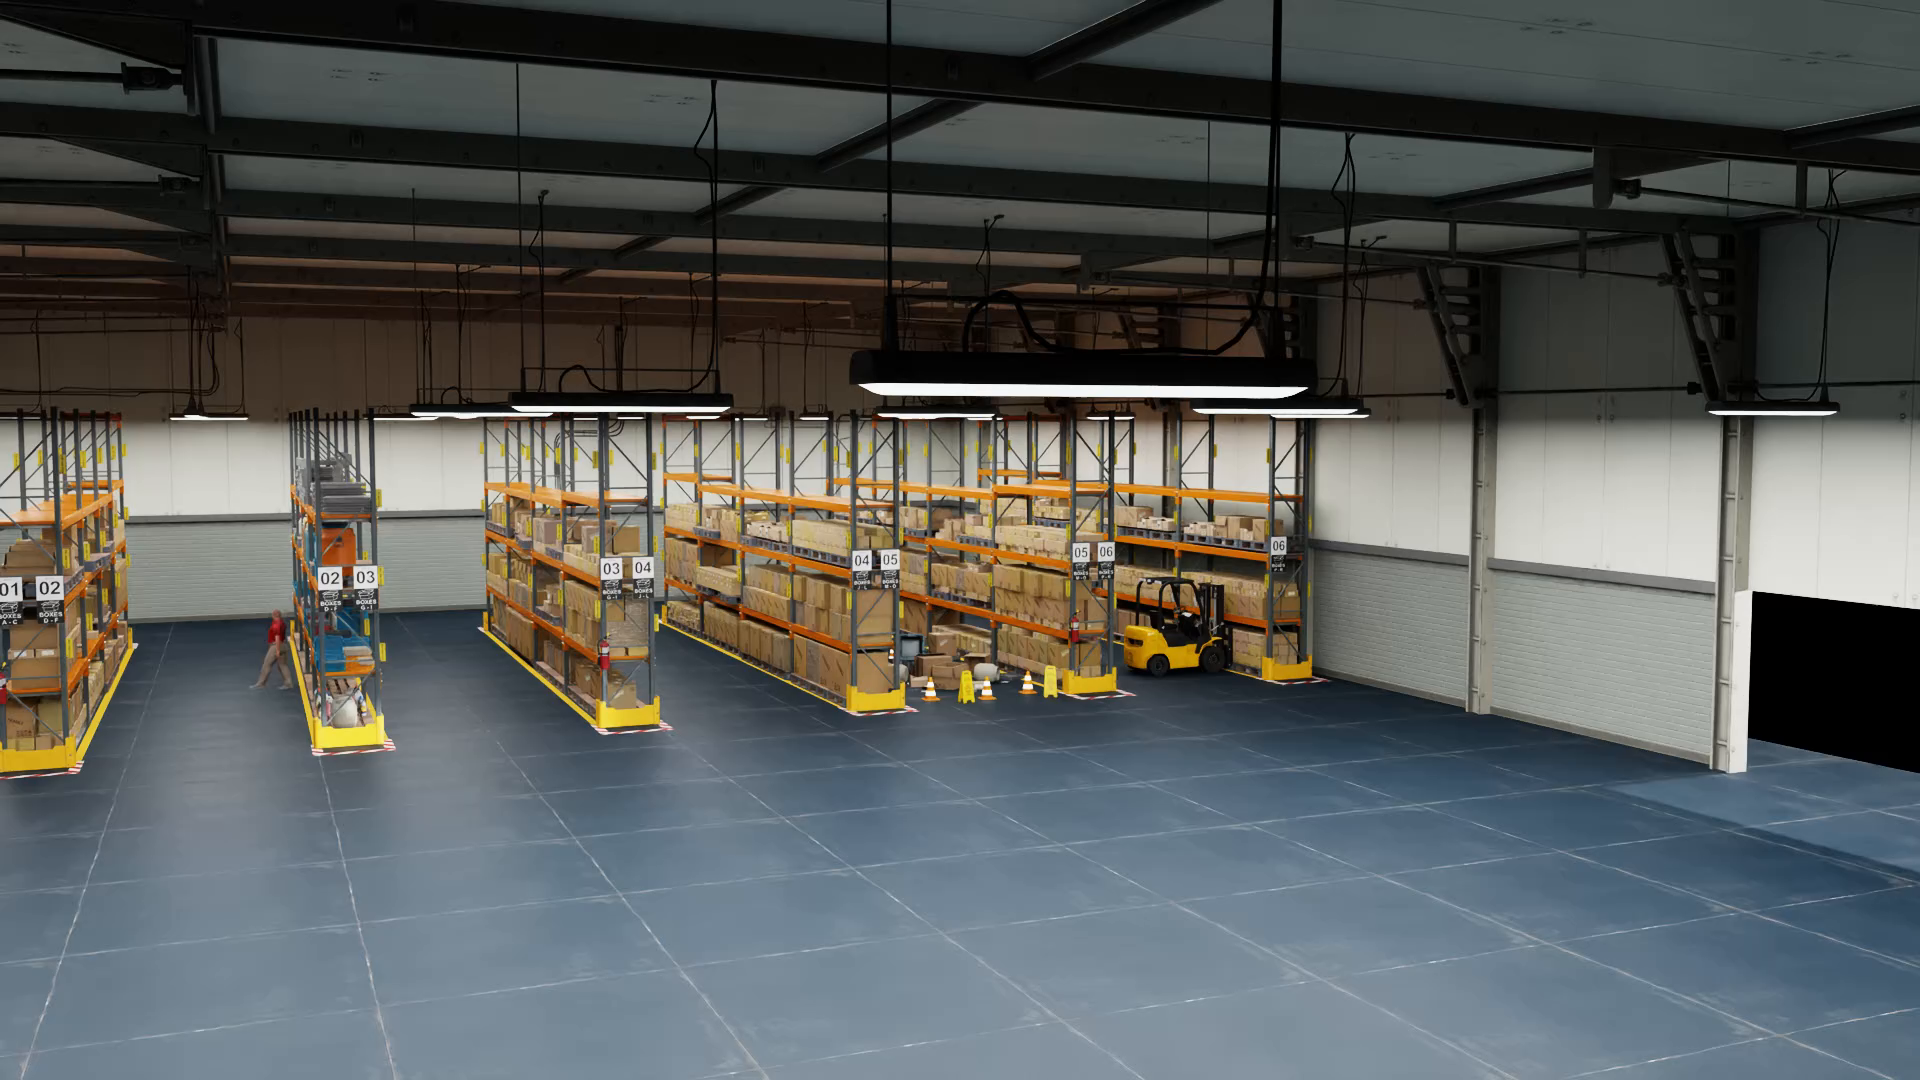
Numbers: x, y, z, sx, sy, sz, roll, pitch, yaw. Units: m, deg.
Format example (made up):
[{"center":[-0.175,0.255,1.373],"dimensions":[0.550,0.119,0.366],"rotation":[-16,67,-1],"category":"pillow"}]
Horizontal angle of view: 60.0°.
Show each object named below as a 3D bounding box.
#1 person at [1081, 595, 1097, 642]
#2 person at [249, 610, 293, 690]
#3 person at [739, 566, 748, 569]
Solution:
[{"center":[3.150,2.124,39.901],"dimensions":[0.458,1.715,0.595],"rotation":[-2,5,-29],"category":"person"},{"center":[-14.756,2.362,35.684],"dimensions":[0.810,1.728,0.632],"rotation":[0,4,6],"category":"person"},{"center":[-6.520,1.372,49.421],"dimensions":[0.664,1.798,0.603],"rotation":[-1,4,-19],"category":"person"}]
